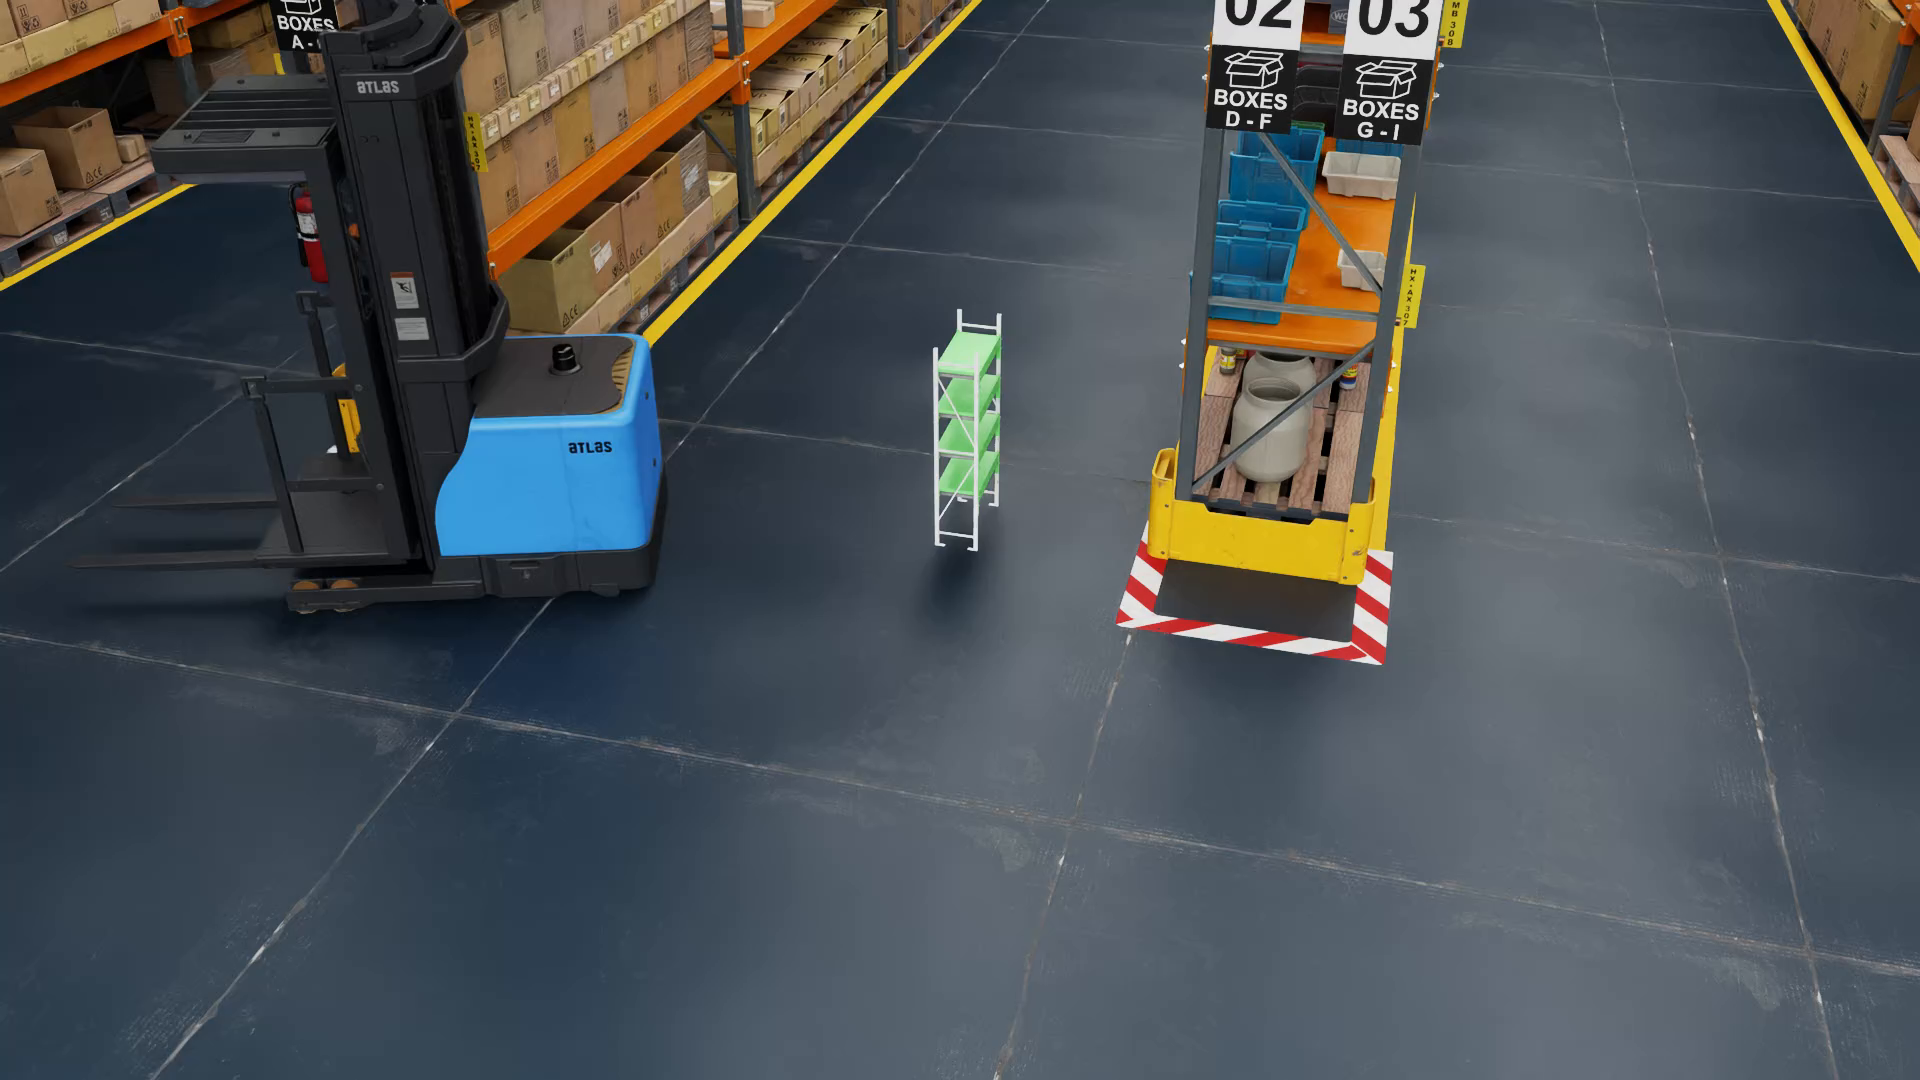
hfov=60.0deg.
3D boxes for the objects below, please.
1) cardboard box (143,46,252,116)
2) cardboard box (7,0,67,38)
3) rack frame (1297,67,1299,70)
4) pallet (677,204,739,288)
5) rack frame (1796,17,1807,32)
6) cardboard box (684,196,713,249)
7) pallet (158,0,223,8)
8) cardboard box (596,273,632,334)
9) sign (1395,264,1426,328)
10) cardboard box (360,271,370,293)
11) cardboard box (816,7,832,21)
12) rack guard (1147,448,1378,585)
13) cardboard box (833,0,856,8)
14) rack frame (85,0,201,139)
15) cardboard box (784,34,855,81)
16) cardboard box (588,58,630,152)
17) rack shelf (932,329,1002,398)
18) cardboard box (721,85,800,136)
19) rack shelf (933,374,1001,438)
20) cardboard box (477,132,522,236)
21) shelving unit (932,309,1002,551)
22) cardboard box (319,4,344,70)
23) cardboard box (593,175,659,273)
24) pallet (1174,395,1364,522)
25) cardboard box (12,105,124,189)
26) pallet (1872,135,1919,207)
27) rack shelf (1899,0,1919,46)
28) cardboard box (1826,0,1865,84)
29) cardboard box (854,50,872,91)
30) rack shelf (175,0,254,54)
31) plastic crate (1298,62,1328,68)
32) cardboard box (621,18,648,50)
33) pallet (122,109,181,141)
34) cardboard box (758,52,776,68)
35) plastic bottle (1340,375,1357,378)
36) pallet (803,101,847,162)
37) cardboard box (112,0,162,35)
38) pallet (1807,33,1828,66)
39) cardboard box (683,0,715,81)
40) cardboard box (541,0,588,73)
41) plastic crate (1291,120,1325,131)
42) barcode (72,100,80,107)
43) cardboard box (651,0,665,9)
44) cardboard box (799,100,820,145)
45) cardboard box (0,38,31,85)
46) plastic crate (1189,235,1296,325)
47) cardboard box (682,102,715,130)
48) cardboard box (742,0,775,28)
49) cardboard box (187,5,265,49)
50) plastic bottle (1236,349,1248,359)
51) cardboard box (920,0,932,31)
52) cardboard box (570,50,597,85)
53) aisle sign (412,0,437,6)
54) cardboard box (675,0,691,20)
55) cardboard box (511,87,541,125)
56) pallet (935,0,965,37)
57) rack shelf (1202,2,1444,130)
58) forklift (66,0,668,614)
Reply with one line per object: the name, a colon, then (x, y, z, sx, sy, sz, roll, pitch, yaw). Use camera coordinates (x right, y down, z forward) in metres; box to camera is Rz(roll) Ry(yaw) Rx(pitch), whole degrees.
cardboard box: (-6.748, -4.080, 14.792, 0.700, 0.500, 0.500, 9, 34, 14)
cardboard box: (-6.999, -4.020, 12.199, 0.500, 0.500, 0.500, 7, 33, 11)
rack frame: (2.664, -3.216, 11.513, 1.000, 3.000, 0.127, 8, 33, 12)
pallet: (-2.369, -2.309, 12.685, 1.003, 0.211, 1.213, 8, 33, 12)
rack frame: (9.485, -6.693, 16.983, 1.000, 3.000, 0.127, 8, 33, 12)
cardboard box: (-2.169, -2.381, 12.371, 0.500, 0.250, 0.500, 8, 33, 12)
pallet: (-6.585, -4.861, 14.279, 1.003, 0.211, 1.213, 8, 33, 12)
cardboard box: (-2.540, -1.601, 11.144, 0.500, 0.250, 0.500, 8, 33, 12)
sign: (2.179, -1.180, 8.053, 0.100, 0.325, 0.005, 8, 33, 12)
cardboard box: (-3.294, -1.469, 10.237, 0.500, 0.500, 0.500, 8, 33, 12)
cardboard box: (-1.529, -4.990, 15.952, 0.500, 0.311, 0.500, 9, 34, 14)
rack guard: (1.622, -0.132, 8.991, 1.175, 0.500, 0.348, 8, 33, 12)
cardboard box: (-1.101, -5.616, 17.209, 0.500, 0.500, 0.500, 9, 34, 14)
rack frame: (-6.919, -4.565, 13.635, 1.000, 3.000, 0.127, 8, 33, 12)
cardboard box: (-1.263, -4.384, 14.999, 0.500, 0.311, 0.500, 8, 33, 12)
cardboard box: (-2.621, -2.903, 10.928, 0.700, 0.500, 0.500, 9, 34, 14)
rack shelf: (0.042, -0.943, 8.840, 0.258, 0.148, 0.480, 8, 33, 12)
cardboard box: (-1.649, -3.586, 13.743, 0.500, 0.311, 0.500, 8, 33, 12)
rack shelf: (0.042, -0.741, 8.969, 0.258, 0.148, 0.480, 8, 33, 12)
cardboard box: (-3.011, -2.100, 9.664, 0.700, 0.500, 0.500, 8, 33, 12)
shelving unit: (0.042, -0.592, 9.063, 0.258, 1.200, 0.503, 8, 33, 12)
cardboard box: (-6.378, -4.878, 16.047, 0.700, 0.500, 0.500, 8, 33, 12)
cardboard box: (-2.407, -2.176, 11.350, 0.500, 0.500, 0.500, 8, 33, 12)
pallet: (1.834, -0.430, 9.730, 1.003, 0.211, 1.213, 8, 33, 12)
cardboard box: (-7.144, -3.152, 13.332, 0.500, 0.500, 0.500, 6, 33, 9)
pallet: (8.270, -3.036, 13.828, 1.003, 0.211, 1.213, 8, 33, 12)
rack shelf: (7.962, -3.276, 12.278, 1.077, 0.370, 4.000, 8, 33, 12)
cardboard box: (8.898, -4.715, 15.460, 1.225, 0.875, 0.875, 8, 33, 13)
cardboard box: (-1.137, -4.411, 15.564, 0.500, 0.250, 0.500, 8, 33, 12)
rack shelf: (-6.412, -5.299, 15.461, 1.077, 0.370, 4.000, 8, 33, 12)
plastic crate: (2.490, -3.536, 11.957, 0.402, 0.464, 0.583, 8, 33, 12)
cardboard box: (-2.312, -3.380, 11.072, 0.380, 0.149, 0.250, 9, 34, 14)
pallet: (-6.723, -3.793, 15.019, 1.003, 0.211, 1.213, 8, 33, 12)
cardboard box: (-1.915, -4.185, 14.686, 0.500, 0.311, 0.500, 8, 33, 12)
plastic bottle: (2.436, -1.097, 10.379, 0.097, 0.201, 0.097, 0, 32, 0)
pallet: (-1.670, -3.739, 14.934, 1.003, 0.211, 1.213, 8, 33, 12)
cardboard box: (-6.746, -4.223, 13.218, 0.500, 0.250, 0.500, 8, 33, 12)
pallet: (9.362, -5.106, 17.085, 1.003, 0.211, 1.213, 8, 33, 12)
cardboard box: (-2.233, -3.704, 12.187, 0.700, 0.500, 0.500, 7, 33, 11)
cardboard box: (-2.742, -3.210, 10.201, 0.700, 0.500, 0.500, 8, 33, 13)
plastic crate: (2.046, -2.461, 10.522, 0.450, 0.188, 0.662, 8, 33, 12)
barcode: (-7.288, -3.583, 13.712, 0.001, 0.075, 0.075, 8, 33, 12)
cardboard box: (-2.360, -3.989, 11.426, 0.700, 0.500, 0.500, 8, 33, 12)
cardboard box: (-1.525, -3.619, 14.319, 0.500, 0.250, 0.500, 7, 33, 11)
cardboard box: (-7.120, -3.441, 11.989, 0.500, 0.250, 0.500, 8, 33, 13)
plastic crate: (1.486, -1.378, 8.761, 0.499, 0.251, 0.616, 8, 33, 12)
cardboard box: (-2.301, -3.395, 13.444, 0.500, 0.311, 0.500, 8, 33, 12)
cardboard box: (-1.704, -4.219, 13.324, 0.380, 0.149, 0.250, 8, 33, 12)
cardboard box: (-6.640, -4.626, 14.951, 0.500, 0.250, 0.500, 7, 33, 11)
plastic bottle: (1.781, -1.317, 10.654, 0.152, 0.276, 0.135, 8, 33, 13)
cardboard box: (-0.592, -5.569, 17.134, 0.500, 0.500, 0.500, 7, 33, 11)
cardboard box: (-2.509, -2.976, 10.437, 0.380, 0.149, 0.250, 8, 33, 12)
aisle sign: (-2.862, -2.838, 8.495, 0.394, 0.787, 0.004, 8, 33, 12)
cardboard box: (-2.117, -3.774, 11.693, 0.380, 0.149, 0.250, 7, 33, 11)
cardboard box: (-2.705, -2.574, 9.805, 0.380, 0.149, 0.250, 8, 33, 13)
pallet: (-0.574, -5.805, 18.184, 1.003, 0.211, 1.213, 8, 33, 12)
rack shelf: (2.156, -3.141, 9.269, 1.077, 0.370, 4.000, 8, 33, 12)
forklift: (-3.151, -1.149, 8.325, 3.031, 2.935, 1.130, -2, 33, -3)
